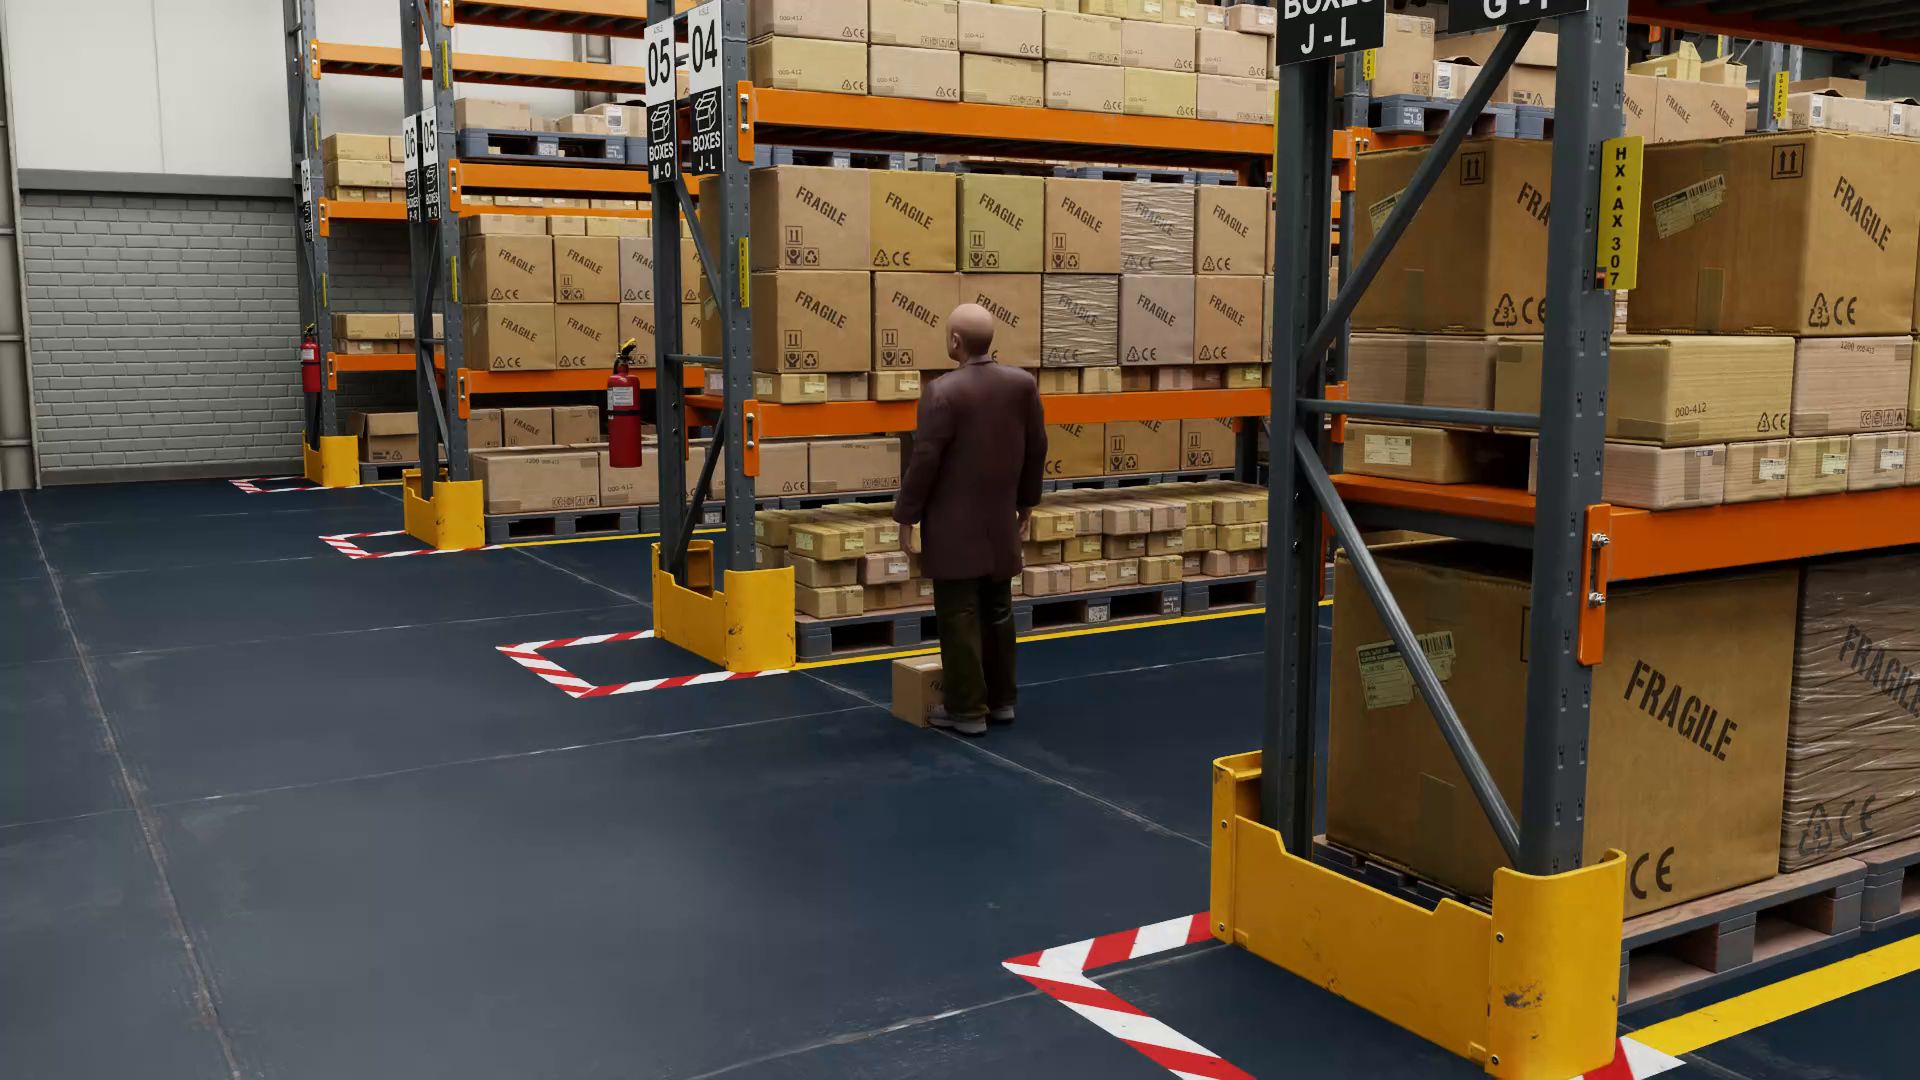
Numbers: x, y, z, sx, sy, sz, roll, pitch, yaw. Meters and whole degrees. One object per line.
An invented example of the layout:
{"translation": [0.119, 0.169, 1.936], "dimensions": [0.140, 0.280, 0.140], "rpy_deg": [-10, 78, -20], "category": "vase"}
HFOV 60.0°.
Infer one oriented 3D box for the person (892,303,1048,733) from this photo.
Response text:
{"translation": [-0.005, -0.091, 6.955], "dimensions": [0.698, 1.777, 0.580], "rpy_deg": [-5, 9, -31], "category": "person"}
